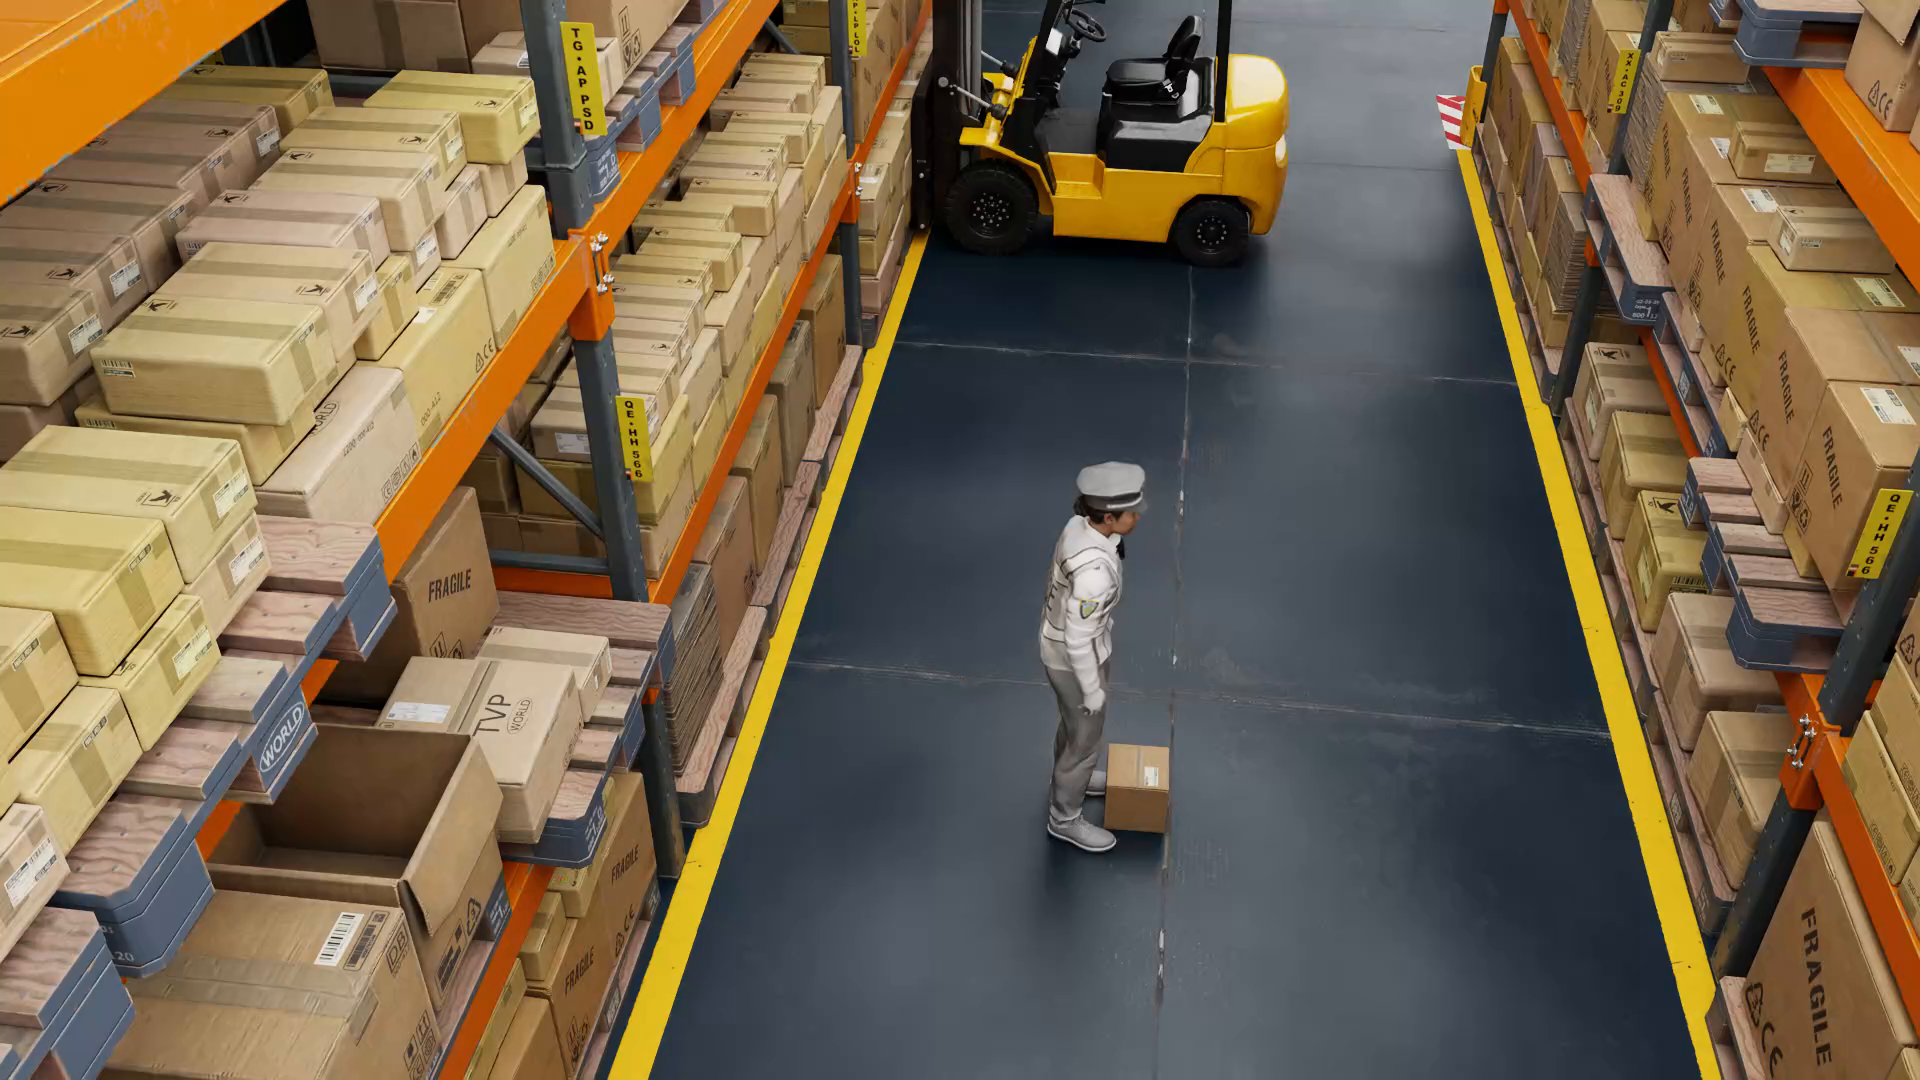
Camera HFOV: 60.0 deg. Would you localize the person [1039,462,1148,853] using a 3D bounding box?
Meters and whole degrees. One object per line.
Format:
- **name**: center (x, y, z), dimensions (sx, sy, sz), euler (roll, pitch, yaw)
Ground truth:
- **person**: center (0.492, 0.437, 6.442), dimensions (0.378, 1.663, 0.537), euler (4, 37, 5)
